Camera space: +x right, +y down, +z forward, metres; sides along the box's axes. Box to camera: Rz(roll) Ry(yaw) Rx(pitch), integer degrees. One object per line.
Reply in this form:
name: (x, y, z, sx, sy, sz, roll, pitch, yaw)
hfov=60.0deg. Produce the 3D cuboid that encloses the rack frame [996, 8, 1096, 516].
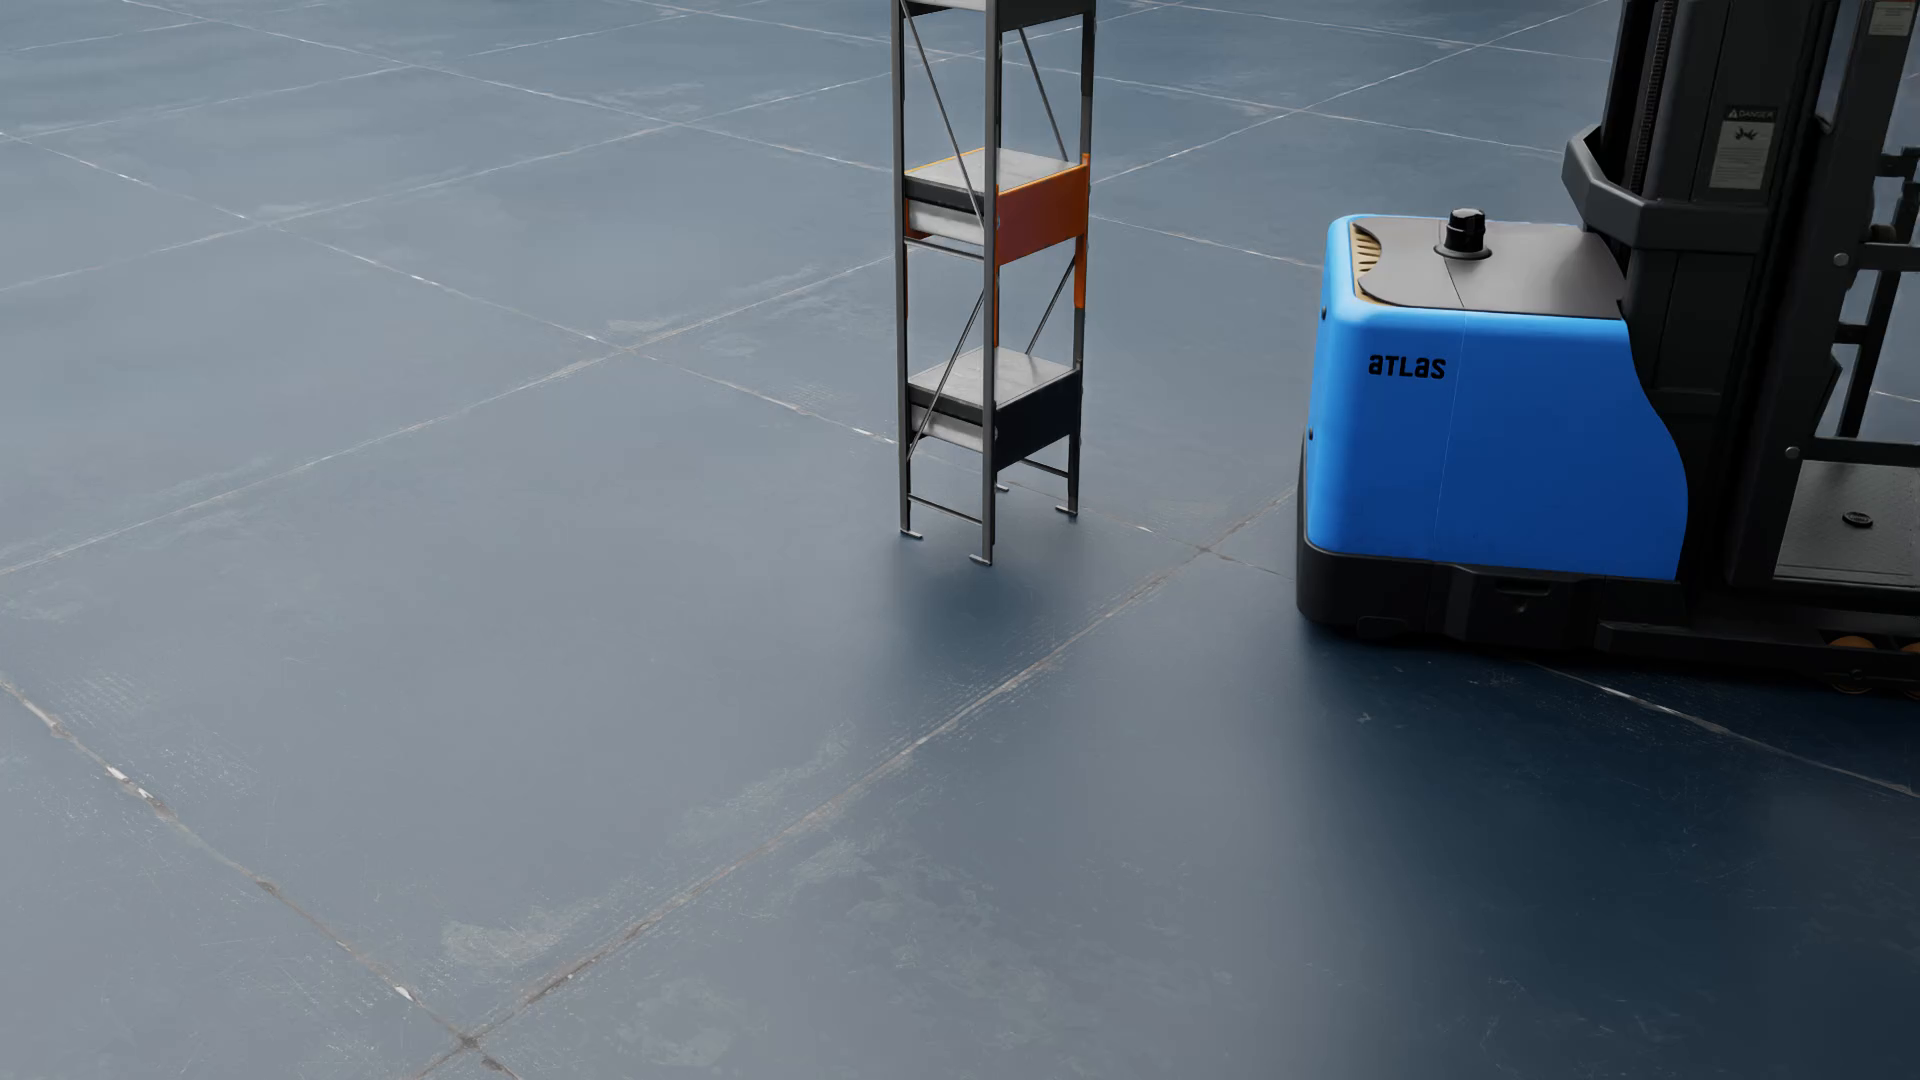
rack frame: (0.261, -1.078, 5.548, 0.400, 2.100, 0.015, 21, 34, 34)

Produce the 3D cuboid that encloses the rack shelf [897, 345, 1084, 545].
rack shelf: (0.105, -0.357, 5.709, 0.431, 0.518, 0.480, 21, 34, 34)

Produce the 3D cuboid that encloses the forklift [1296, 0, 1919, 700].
forklift: (2.619, -1.099, 4.685, 3.031, 2.935, 1.130, 5, 28, 9)

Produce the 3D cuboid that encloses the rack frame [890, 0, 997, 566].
rack frame: (-0.050, -0.905, 5.214, 0.400, 2.100, 0.015, 21, 34, 34)

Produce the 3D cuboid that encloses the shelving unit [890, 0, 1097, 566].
shelving unit: (0.105, -0.991, 5.381, 0.431, 2.100, 0.503, 21, 34, 34)

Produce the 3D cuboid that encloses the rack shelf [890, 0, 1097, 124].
rack shelf: (0.105, -1.601, 5.066, 0.431, 0.518, 0.480, 21, 34, 34)

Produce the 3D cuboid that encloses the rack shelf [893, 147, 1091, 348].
rack shelf: (0.105, -0.979, 5.387, 0.431, 0.518, 0.480, 21, 34, 34)
